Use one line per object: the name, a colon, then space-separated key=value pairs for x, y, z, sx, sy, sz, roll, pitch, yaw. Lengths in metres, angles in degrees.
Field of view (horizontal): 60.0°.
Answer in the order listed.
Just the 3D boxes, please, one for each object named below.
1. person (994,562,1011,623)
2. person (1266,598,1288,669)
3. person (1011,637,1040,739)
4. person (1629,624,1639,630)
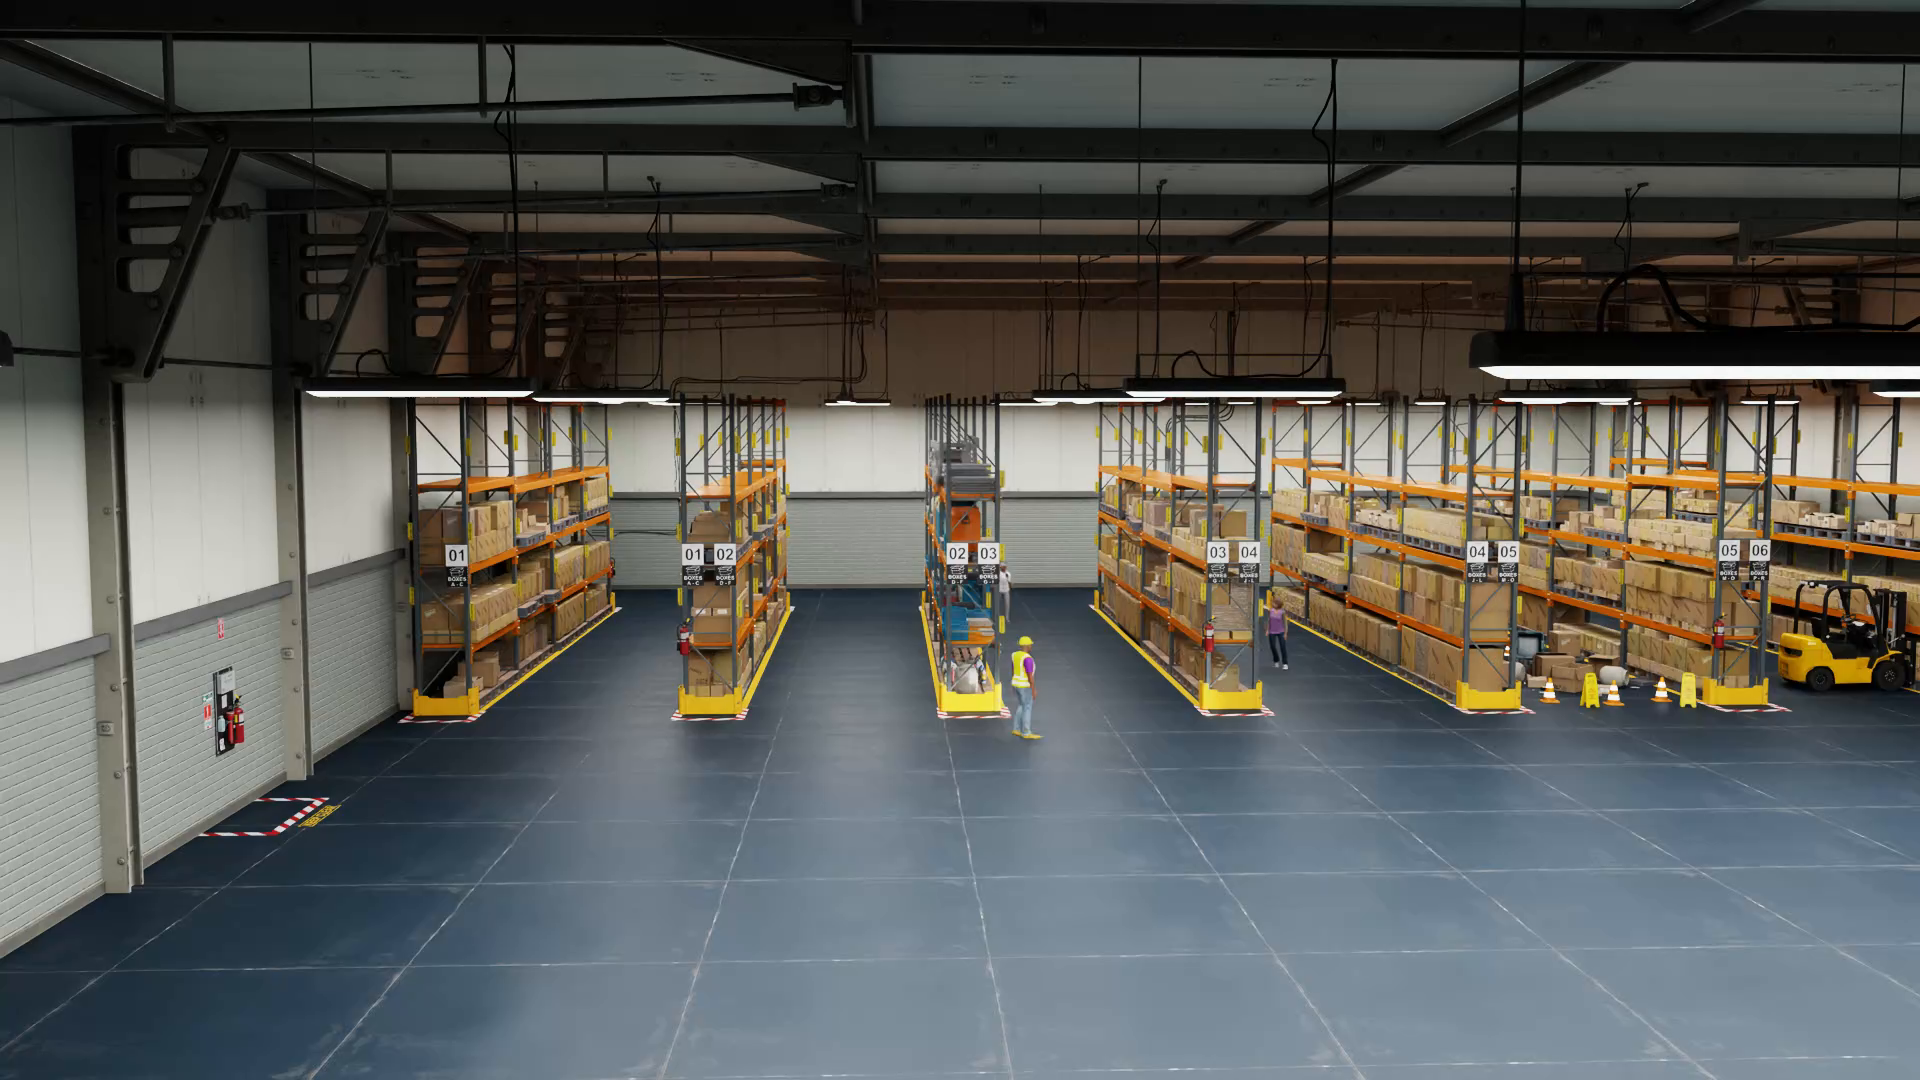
person: x=1.143 y=1.384 z=44.513 sx=0.494 sy=1.639 sz=0.939 roll=-1 pitch=5 yaw=-12
person: x=7.010 y=2.048 z=36.688 sx=0.500 sy=1.573 sz=0.455 roll=2 pitch=5 yaw=20
person: x=1.132 y=2.595 z=28.924 sx=0.395 sy=1.839 sz=0.676 roll=-2 pitch=5 yaw=-27
person: x=17.552 y=1.443 z=42.997 sx=0.445 sy=1.788 sz=0.619 roll=1 pitch=5 yaw=13
